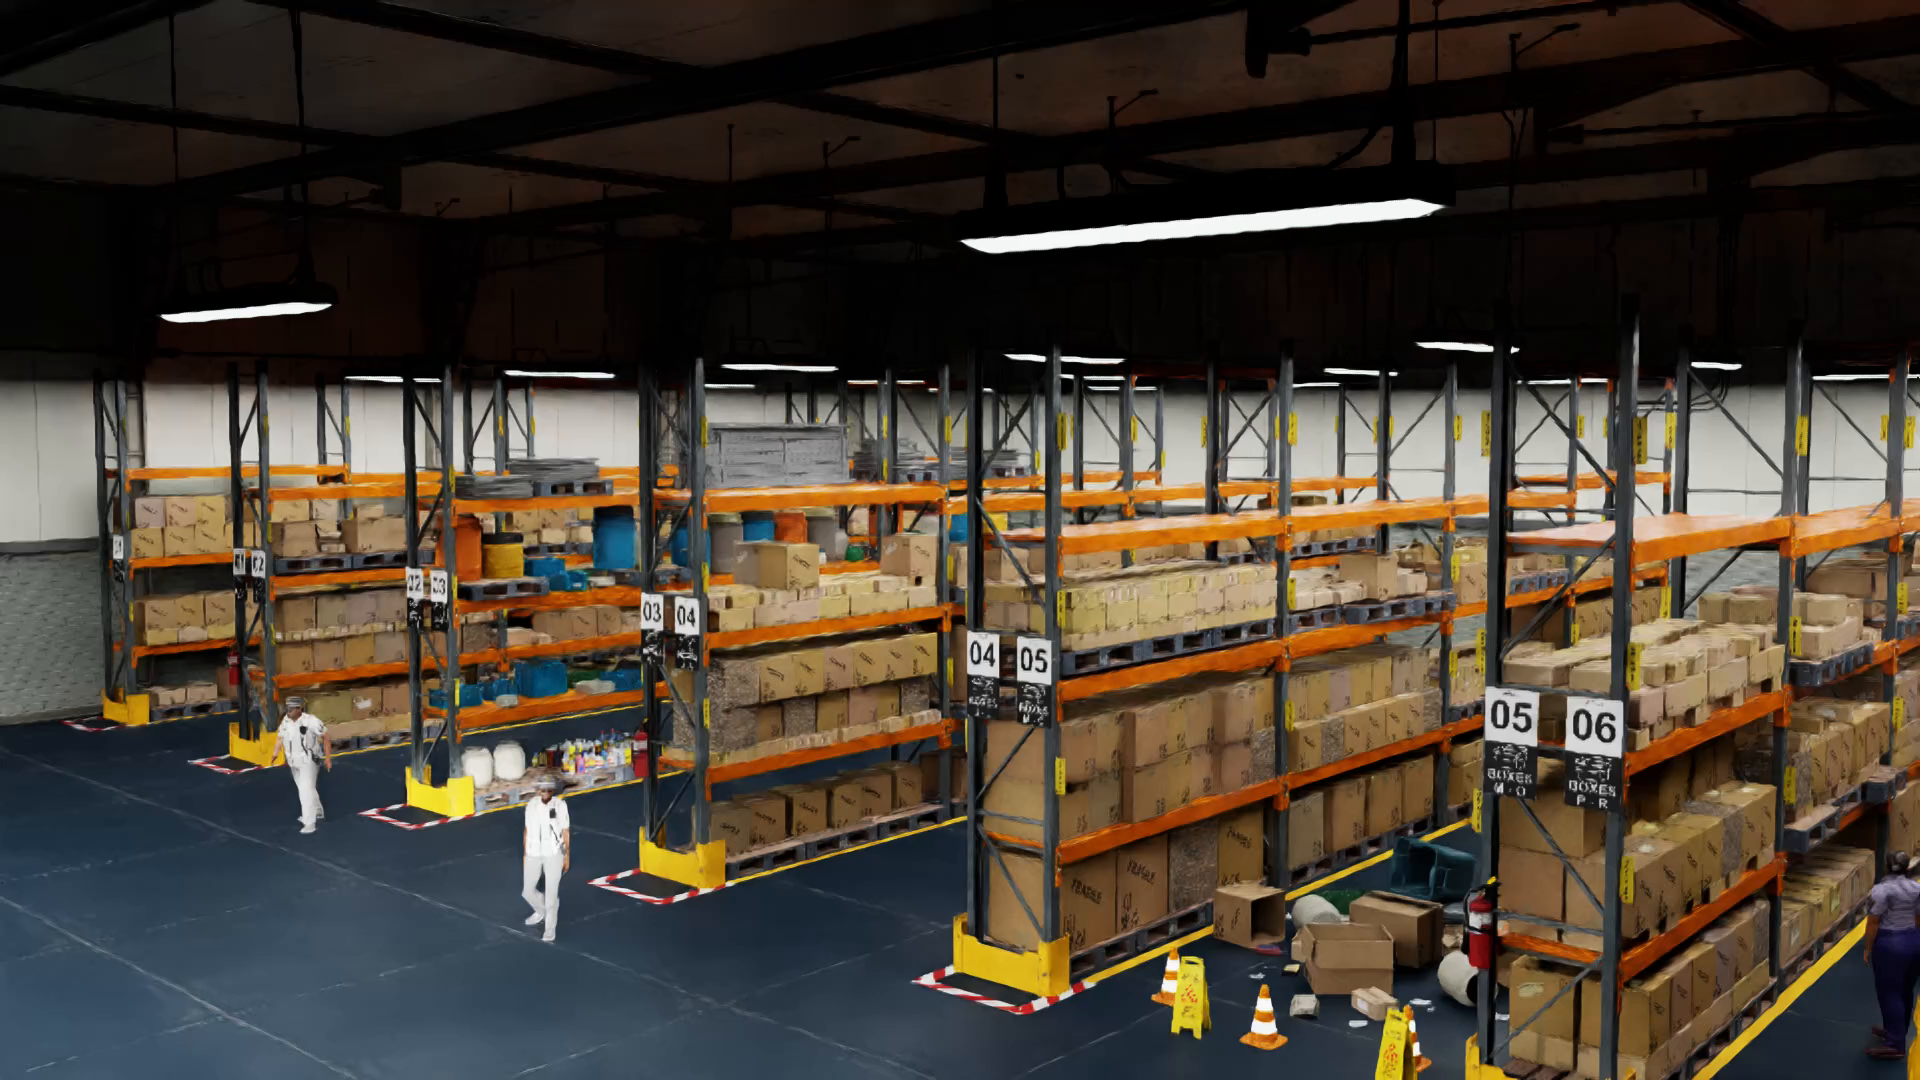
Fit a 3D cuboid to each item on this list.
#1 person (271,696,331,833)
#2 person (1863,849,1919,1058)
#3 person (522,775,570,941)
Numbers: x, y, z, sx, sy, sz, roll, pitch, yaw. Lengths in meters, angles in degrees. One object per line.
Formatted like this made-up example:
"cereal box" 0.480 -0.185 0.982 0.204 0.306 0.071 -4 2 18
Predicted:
"person" -8.225 2.773 20.901 0.705 1.692 0.850 2 5 23
"person" 7.609 3.334 13.572 0.599 1.643 0.556 -1 4 -16
"person" -4.123 3.119 16.574 0.517 1.666 0.536 0 4 4
